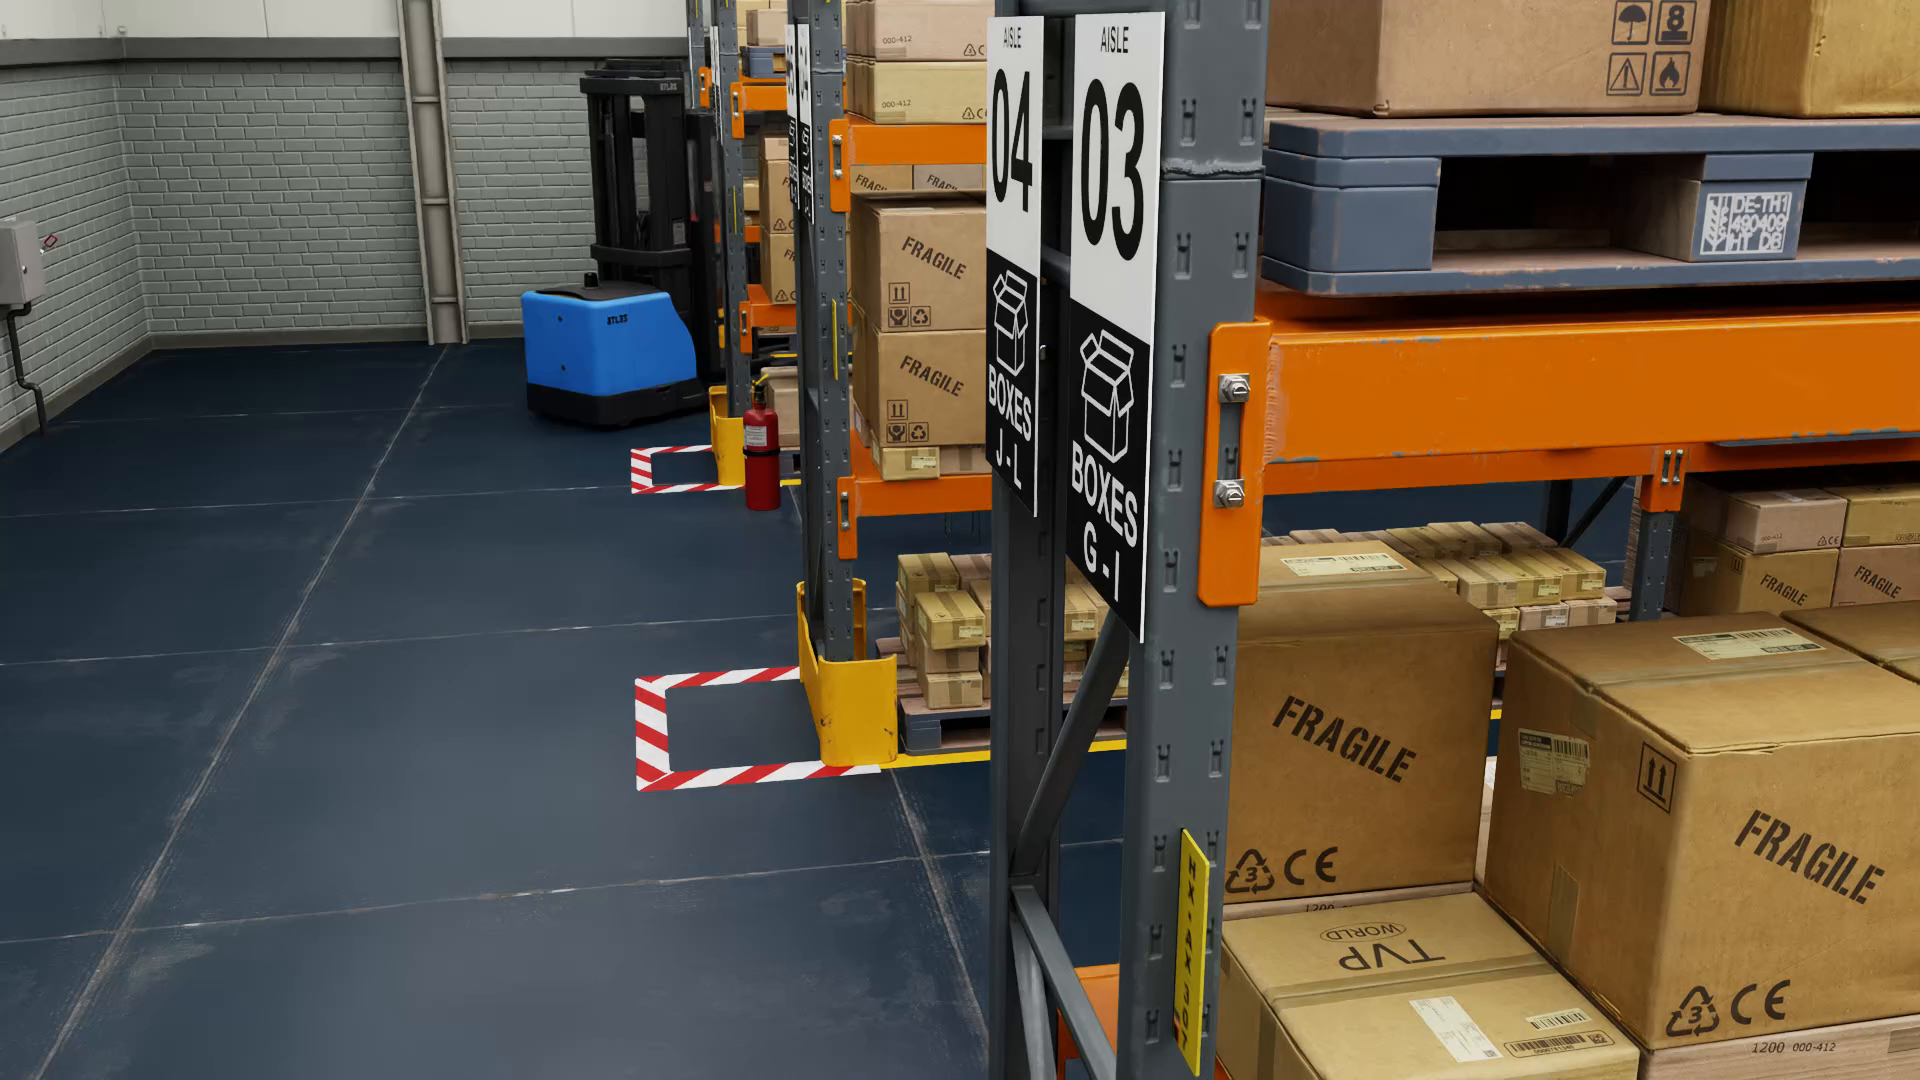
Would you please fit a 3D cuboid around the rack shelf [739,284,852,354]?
[{"bbox_3d":[0.298,-1.771,12.693,4.000,0.370,1.077,-3,17,-10],"label":"rack shelf"}]

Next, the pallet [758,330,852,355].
[{"bbox_3d":[-1.754,-2.149,17.451,1.213,0.211,1.003,-3,17,-10],"label":"pallet"}]

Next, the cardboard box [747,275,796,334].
[{"bbox_3d":[-1.992,-2.448,17.209,0.637,0.503,0.797,-4,18,-13],"label":"cardboard box"}]

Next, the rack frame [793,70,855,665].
[{"bbox_3d":[-0.627,-0.582,7.597,0.127,3.000,1.000,-3,17,-10],"label":"rack frame"}]

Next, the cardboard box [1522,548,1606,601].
[{"bbox_3d":[3.000,0.168,8.283,0.250,0.149,0.380,-3,17,-9],"label":"cardboard box"}]

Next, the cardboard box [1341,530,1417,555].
[{"bbox_3d":[2.150,0.080,8.569,0.250,0.149,0.380,-4,17,-12],"label":"cardboard box"}]

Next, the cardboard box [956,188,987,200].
[{"bbox_3d":[0.272,-1.375,7.800,0.500,0.500,0.500,-4,17,-12],"label":"cardboard box"}]

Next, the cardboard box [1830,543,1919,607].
[{"bbox_3d":[4.595,0.195,8.610,0.500,0.500,0.500,-2,17,-8],"label":"cardboard box"}]

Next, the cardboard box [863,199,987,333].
[{"bbox_3d":[-0.136,-1.198,7.224,0.500,0.500,0.500,-3,17,-11],"label":"cardboard box"}]

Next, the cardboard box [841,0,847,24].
[{"bbox_3d":[-1.134,-5.184,16.370,0.500,0.250,0.500,-4,17,-11],"label":"cardboard box"}]

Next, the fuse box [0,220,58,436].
[{"bbox_3d":[-7.453,-1.680,13.367,0.414,1.711,0.539,-3,17,-10],"label":"fuse box"}]

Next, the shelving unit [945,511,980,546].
[{"bbox_3d":[0.014,-0.574,10.638,0.189,1.200,0.258,-3,17,-10],"label":"shelving unit"}]

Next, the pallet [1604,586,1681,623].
[{"bbox_3d":[4.064,0.485,8.874,1.213,0.211,1.003,-3,17,-10],"label":"pallet"}]

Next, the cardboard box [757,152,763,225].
[{"bbox_3d":[-1.238,-2.624,12.374,0.500,0.500,0.500,-3,17,-9],"label":"cardboard box"}]

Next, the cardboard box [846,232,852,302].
[{"bbox_3d":[-0.649,-2.031,12.145,0.500,0.500,0.500,-3,17,-11],"label":"cardboard box"}]

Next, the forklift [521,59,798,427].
[{"bbox_3d":[-2.380,-2.703,14.619,1.130,2.935,3.031,13,21,37],"label":"forklift"}]

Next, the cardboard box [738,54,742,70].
[{"bbox_3d":[-2.254,-4.698,16.318,0.250,0.149,0.380,-3,17,-9],"label":"cardboard box"}]

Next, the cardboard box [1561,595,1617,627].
[{"bbox_3d":[3.051,0.325,8.280,0.250,0.149,0.380,-3,17,-9],"label":"cardboard box"}]

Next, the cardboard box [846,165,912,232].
[{"bbox_3d":[-0.634,-2.504,11.983,0.500,0.500,0.500,-4,17,-12],"label":"cardboard box"}]

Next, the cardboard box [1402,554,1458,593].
[{"bbox_3d":[2.244,0.202,8.174,0.250,0.149,0.380,-3,17,-9],"label":"cardboard box"}]

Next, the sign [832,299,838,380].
[{"bbox_3d":[-0.524,-0.839,6.960,0.005,0.325,0.100,-3,17,-10],"label":"sign"}]

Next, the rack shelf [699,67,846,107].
[{"bbox_3d":[-0.647,-4.635,16.910,4.000,0.370,1.077,-3,17,-10],"label":"rack shelf"}]

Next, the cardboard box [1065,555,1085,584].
[{"bbox_3d":[0.598,0.149,8.345,0.250,0.149,0.380,-4,18,-13],"label":"cardboard box"}]

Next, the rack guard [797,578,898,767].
[{"bbox_3d":[-0.553,0.609,7.977,0.348,0.500,1.175,-3,17,-10],"label":"rack guard"}]

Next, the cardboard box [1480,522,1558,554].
[{"bbox_3d":[2.922,0.033,8.724,0.250,0.149,0.380,-3,17,-8],"label":"cardboard box"}]

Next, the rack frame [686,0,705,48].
[{"bbox_3d":[-2.611,-6.301,16.002,0.127,3.000,1.000,-3,17,-10],"label":"rack frame"}]

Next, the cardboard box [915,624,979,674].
[{"bbox_3d":[-0.064,0.483,7.764,0.250,0.149,0.380,-3,17,-8],"label":"cardboard box"}]

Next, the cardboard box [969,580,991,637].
[{"bbox_3d":[0.199,0.315,7.805,0.250,0.149,0.380,-3,17,-9],"label":"cardboard box"}]

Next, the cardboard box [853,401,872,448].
[{"bbox_3d":[-0.361,-0.561,7.958,0.250,0.149,0.380,-3,17,-10],"label":"cardboard box"}]

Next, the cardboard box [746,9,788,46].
[{"bbox_3d":[-1.241,-3.665,11.896,0.500,0.250,0.500,-5,18,-16],"label":"cardboard box"}]

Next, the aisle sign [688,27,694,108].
[{"bbox_3d":[-2.622,-4.588,16.213,0.004,0.787,0.394,-3,17,-10],"label":"aisle sign"}]

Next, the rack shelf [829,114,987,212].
[{"bbox_3d":[1.336,-1.783,7.625,4.000,0.370,1.077,-3,17,-10],"label":"rack shelf"}]

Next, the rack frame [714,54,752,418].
[{"bbox_3d":[-1.666,-2.003,12.224,0.127,3.000,1.000,-3,17,-10],"label":"rack frame"}]

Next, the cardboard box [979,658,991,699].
[{"bbox_3d":[0.189,0.605,7.873,0.250,0.149,0.380,-3,17,-11],"label":"cardboard box"}]

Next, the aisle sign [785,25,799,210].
[{"bbox_3d":[-0.756,-1.907,7.483,0.004,0.787,0.394,-3,17,-10],"label":"aisle sign"}]

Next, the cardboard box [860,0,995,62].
[{"bbox_3d":[-0.137,-2.133,6.942,0.500,0.250,0.500,-3,17,-10],"label":"cardboard box"}]

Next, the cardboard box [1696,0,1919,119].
[{"bbox_3d":[1.290,-0.917,2.525,0.500,0.500,0.700,-4,17,-12],"label":"cardboard box"}]

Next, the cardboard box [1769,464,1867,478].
[{"bbox_3d":[4.490,-0.308,8.970,0.500,0.250,0.500,-2,17,-8],"label":"cardboard box"}]

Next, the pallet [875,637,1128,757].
[{"bbox_3d":[0.252,0.712,8.134,1.213,0.211,1.003,-3,17,-10],"label":"pallet"}]

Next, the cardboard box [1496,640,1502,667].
[{"bbox_3d":[2.461,0.501,8.211,0.250,0.149,0.380,-4,17,-12],"label":"cardboard box"}]

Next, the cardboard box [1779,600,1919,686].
[{"bbox_3d":[1.735,0.417,2.815,0.500,0.500,0.500,-4,17,-12],"label":"cardboard box"}]

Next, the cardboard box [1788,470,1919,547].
[{"bbox_3d":[4.598,-0.164,8.502,0.500,0.250,0.500,-3,17,-9],"label":"cardboard box"}]

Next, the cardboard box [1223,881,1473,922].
[{"bbox_3d":[0.640,0.680,3.238,0.500,0.250,0.500,-4,17,-11],"label":"cardboard box"}]

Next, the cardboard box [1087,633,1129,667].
[{"bbox_3d":[0.711,0.462,7.833,0.250,0.149,0.380,-3,17,-9],"label":"cardboard box"}]

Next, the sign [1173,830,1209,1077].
[{"bbox_3d":[0.314,0.562,2.262,0.005,0.325,0.100,-3,17,-10],"label":"sign"}]

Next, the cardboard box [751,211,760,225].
[{"bbox_3d":[-1.995,-3.280,16.811,0.250,0.149,0.380,-3,17,-9],"label":"cardboard box"}]

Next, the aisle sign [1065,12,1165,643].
[{"bbox_3d":[0.201,-0.298,2.247,0.004,0.787,0.394,-3,17,-10],"label":"aisle sign"}]
